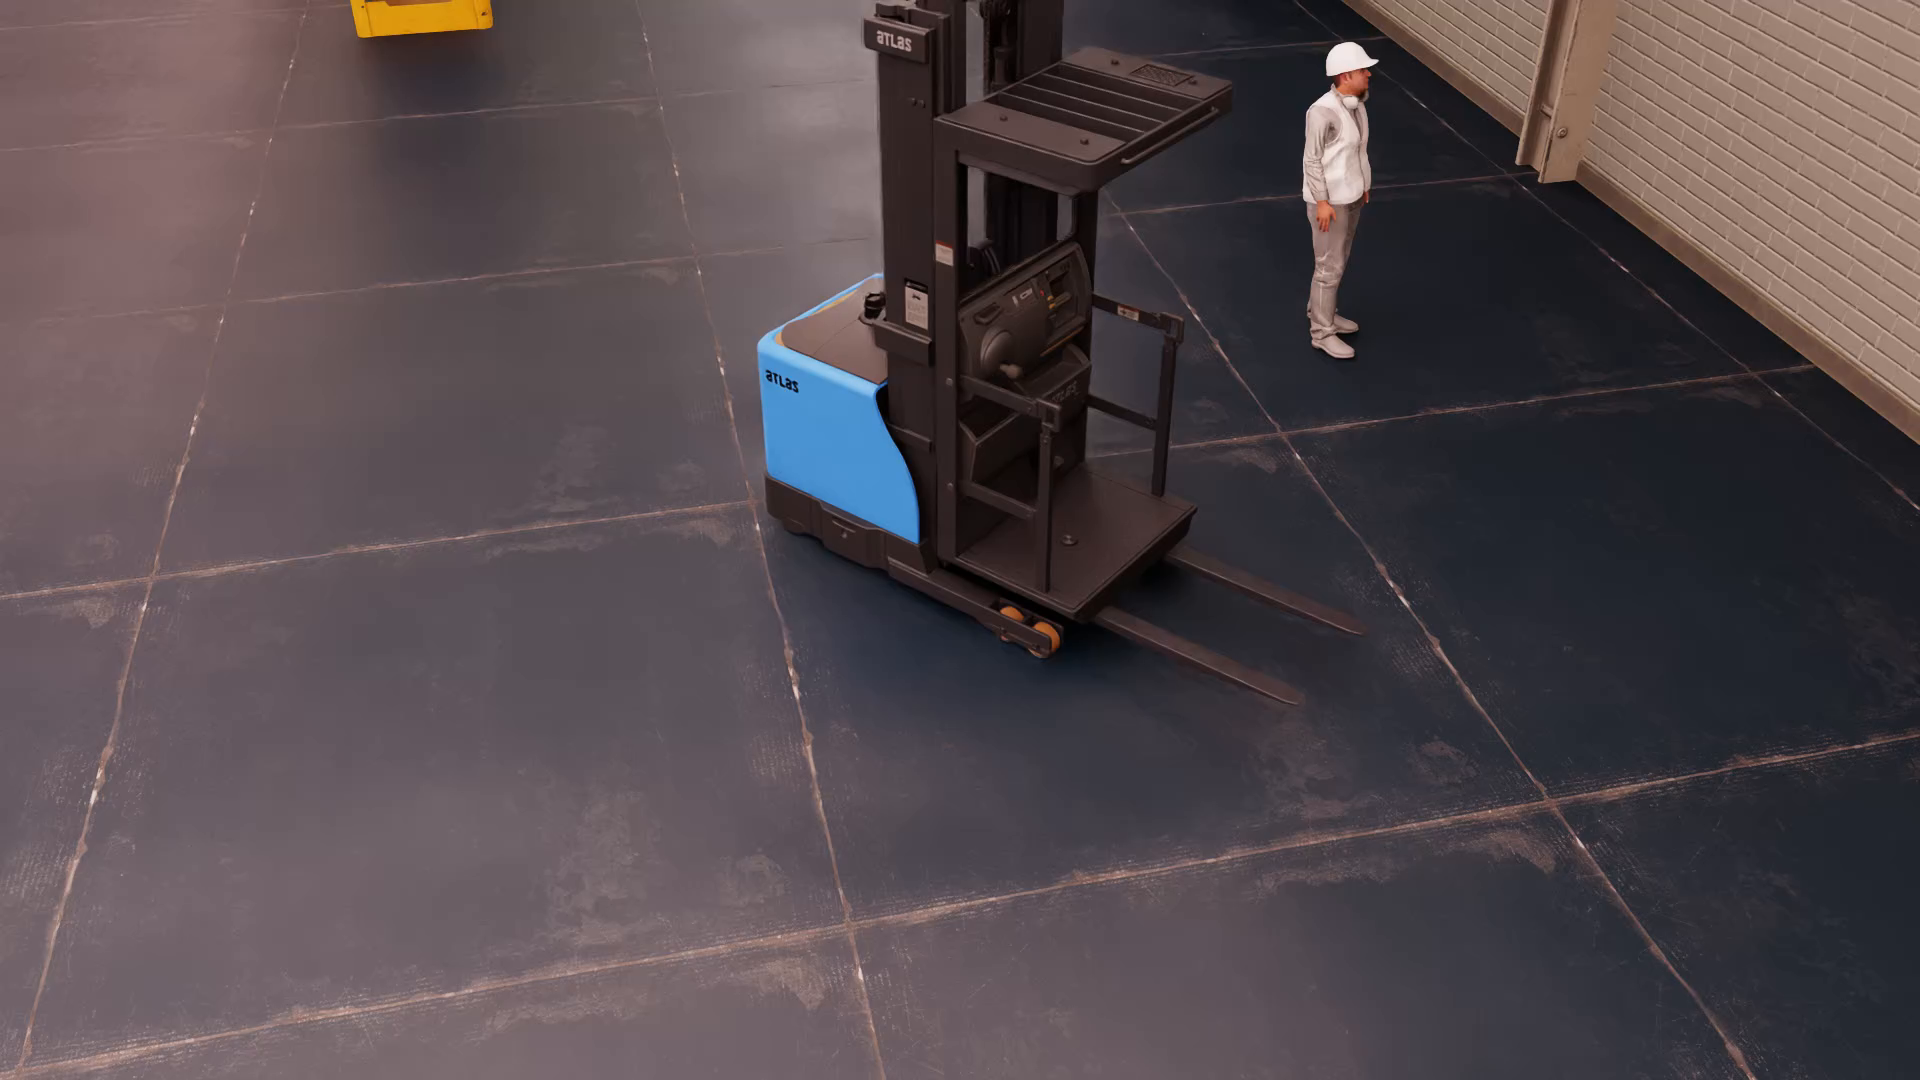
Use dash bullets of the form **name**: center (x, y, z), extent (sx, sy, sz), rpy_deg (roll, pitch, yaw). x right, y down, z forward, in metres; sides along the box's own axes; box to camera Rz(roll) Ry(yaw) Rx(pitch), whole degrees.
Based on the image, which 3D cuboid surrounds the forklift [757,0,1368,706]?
- **forklift**: center (0.468, -0.990, 7.426), extent (3.031, 2.935, 1.130), rpy_deg (24, 42, 30)

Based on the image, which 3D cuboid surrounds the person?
- **person**: center (2.295, -2.030, 9.850), extent (0.570, 1.773, 0.630), rpy_deg (22, 41, 28)
